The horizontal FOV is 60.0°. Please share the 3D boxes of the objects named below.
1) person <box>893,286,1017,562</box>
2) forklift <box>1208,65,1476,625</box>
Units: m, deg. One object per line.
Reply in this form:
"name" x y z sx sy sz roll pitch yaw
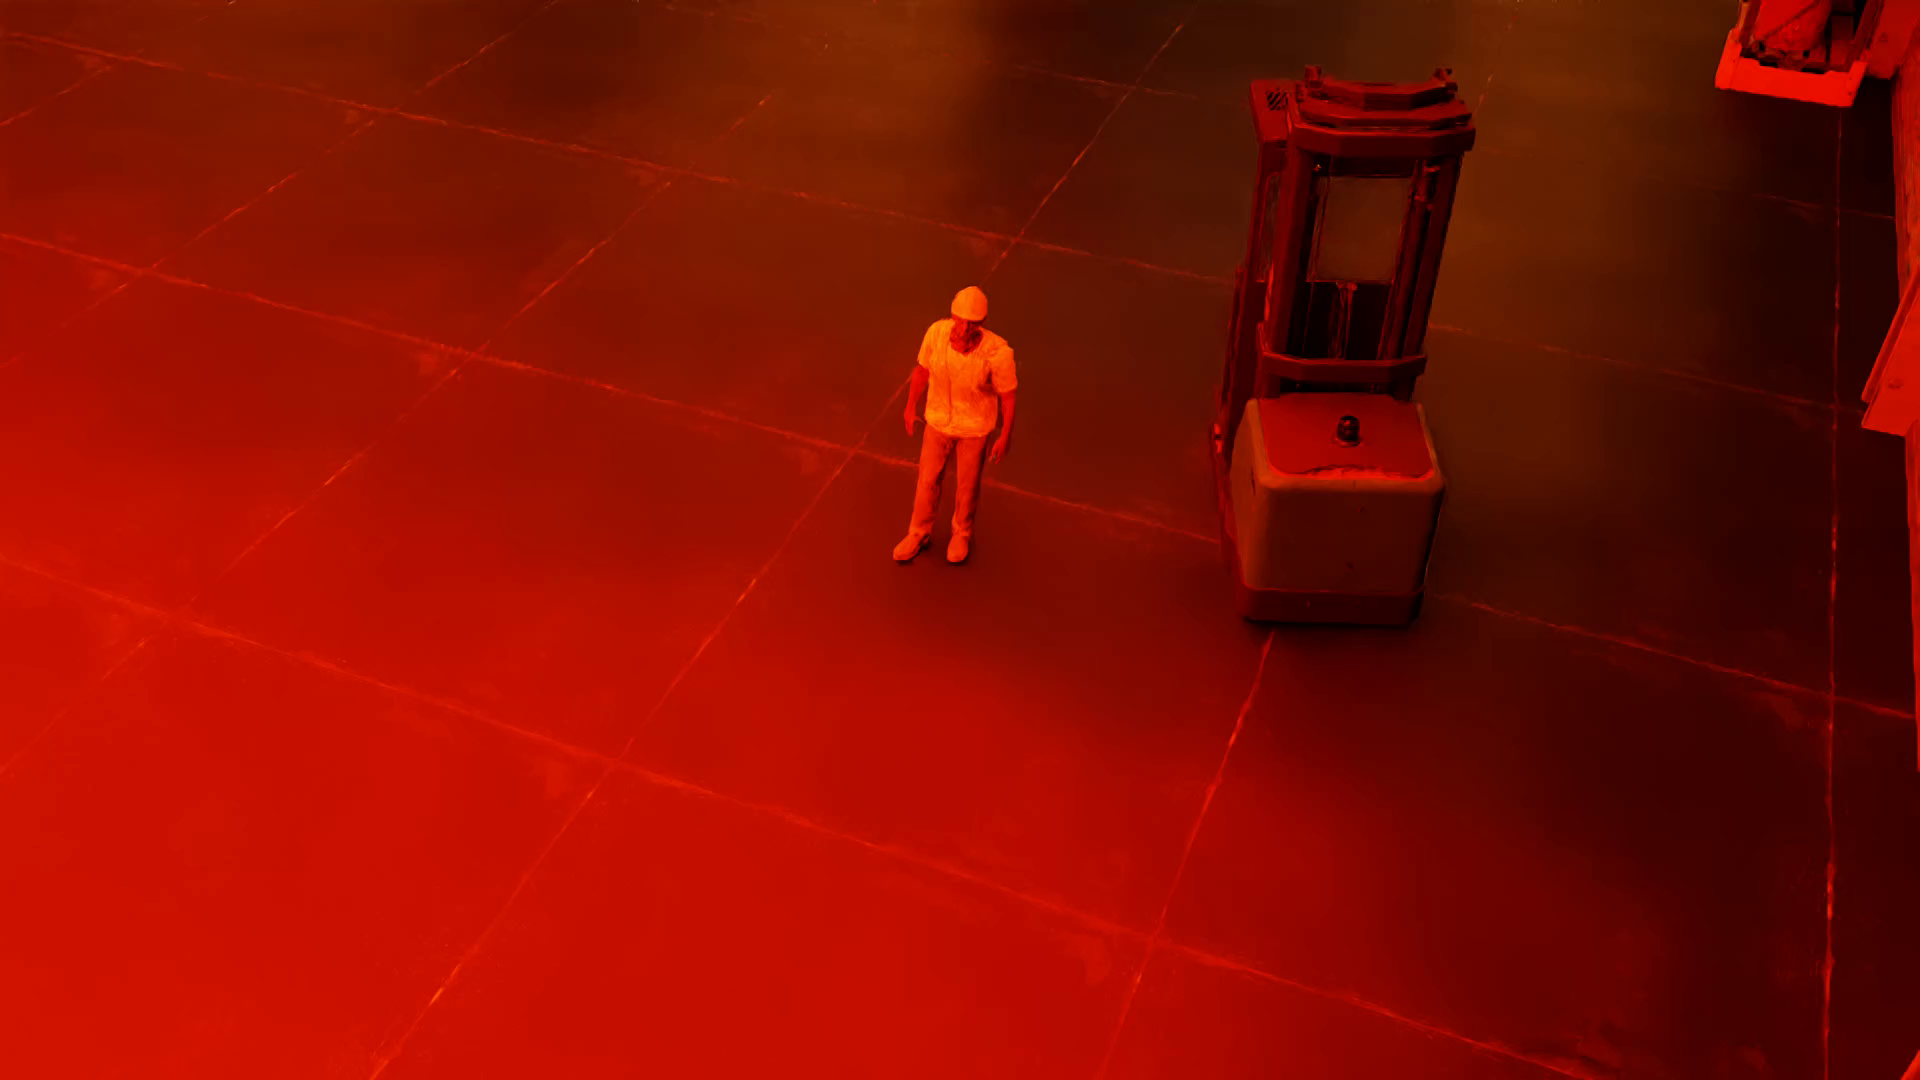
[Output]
"person" -0.032 -0.643 9.671 0.665 1.766 0.576 15 42 17
"forklift" 2.196 -1.562 9.872 1.130 2.935 3.031 2 40 2
